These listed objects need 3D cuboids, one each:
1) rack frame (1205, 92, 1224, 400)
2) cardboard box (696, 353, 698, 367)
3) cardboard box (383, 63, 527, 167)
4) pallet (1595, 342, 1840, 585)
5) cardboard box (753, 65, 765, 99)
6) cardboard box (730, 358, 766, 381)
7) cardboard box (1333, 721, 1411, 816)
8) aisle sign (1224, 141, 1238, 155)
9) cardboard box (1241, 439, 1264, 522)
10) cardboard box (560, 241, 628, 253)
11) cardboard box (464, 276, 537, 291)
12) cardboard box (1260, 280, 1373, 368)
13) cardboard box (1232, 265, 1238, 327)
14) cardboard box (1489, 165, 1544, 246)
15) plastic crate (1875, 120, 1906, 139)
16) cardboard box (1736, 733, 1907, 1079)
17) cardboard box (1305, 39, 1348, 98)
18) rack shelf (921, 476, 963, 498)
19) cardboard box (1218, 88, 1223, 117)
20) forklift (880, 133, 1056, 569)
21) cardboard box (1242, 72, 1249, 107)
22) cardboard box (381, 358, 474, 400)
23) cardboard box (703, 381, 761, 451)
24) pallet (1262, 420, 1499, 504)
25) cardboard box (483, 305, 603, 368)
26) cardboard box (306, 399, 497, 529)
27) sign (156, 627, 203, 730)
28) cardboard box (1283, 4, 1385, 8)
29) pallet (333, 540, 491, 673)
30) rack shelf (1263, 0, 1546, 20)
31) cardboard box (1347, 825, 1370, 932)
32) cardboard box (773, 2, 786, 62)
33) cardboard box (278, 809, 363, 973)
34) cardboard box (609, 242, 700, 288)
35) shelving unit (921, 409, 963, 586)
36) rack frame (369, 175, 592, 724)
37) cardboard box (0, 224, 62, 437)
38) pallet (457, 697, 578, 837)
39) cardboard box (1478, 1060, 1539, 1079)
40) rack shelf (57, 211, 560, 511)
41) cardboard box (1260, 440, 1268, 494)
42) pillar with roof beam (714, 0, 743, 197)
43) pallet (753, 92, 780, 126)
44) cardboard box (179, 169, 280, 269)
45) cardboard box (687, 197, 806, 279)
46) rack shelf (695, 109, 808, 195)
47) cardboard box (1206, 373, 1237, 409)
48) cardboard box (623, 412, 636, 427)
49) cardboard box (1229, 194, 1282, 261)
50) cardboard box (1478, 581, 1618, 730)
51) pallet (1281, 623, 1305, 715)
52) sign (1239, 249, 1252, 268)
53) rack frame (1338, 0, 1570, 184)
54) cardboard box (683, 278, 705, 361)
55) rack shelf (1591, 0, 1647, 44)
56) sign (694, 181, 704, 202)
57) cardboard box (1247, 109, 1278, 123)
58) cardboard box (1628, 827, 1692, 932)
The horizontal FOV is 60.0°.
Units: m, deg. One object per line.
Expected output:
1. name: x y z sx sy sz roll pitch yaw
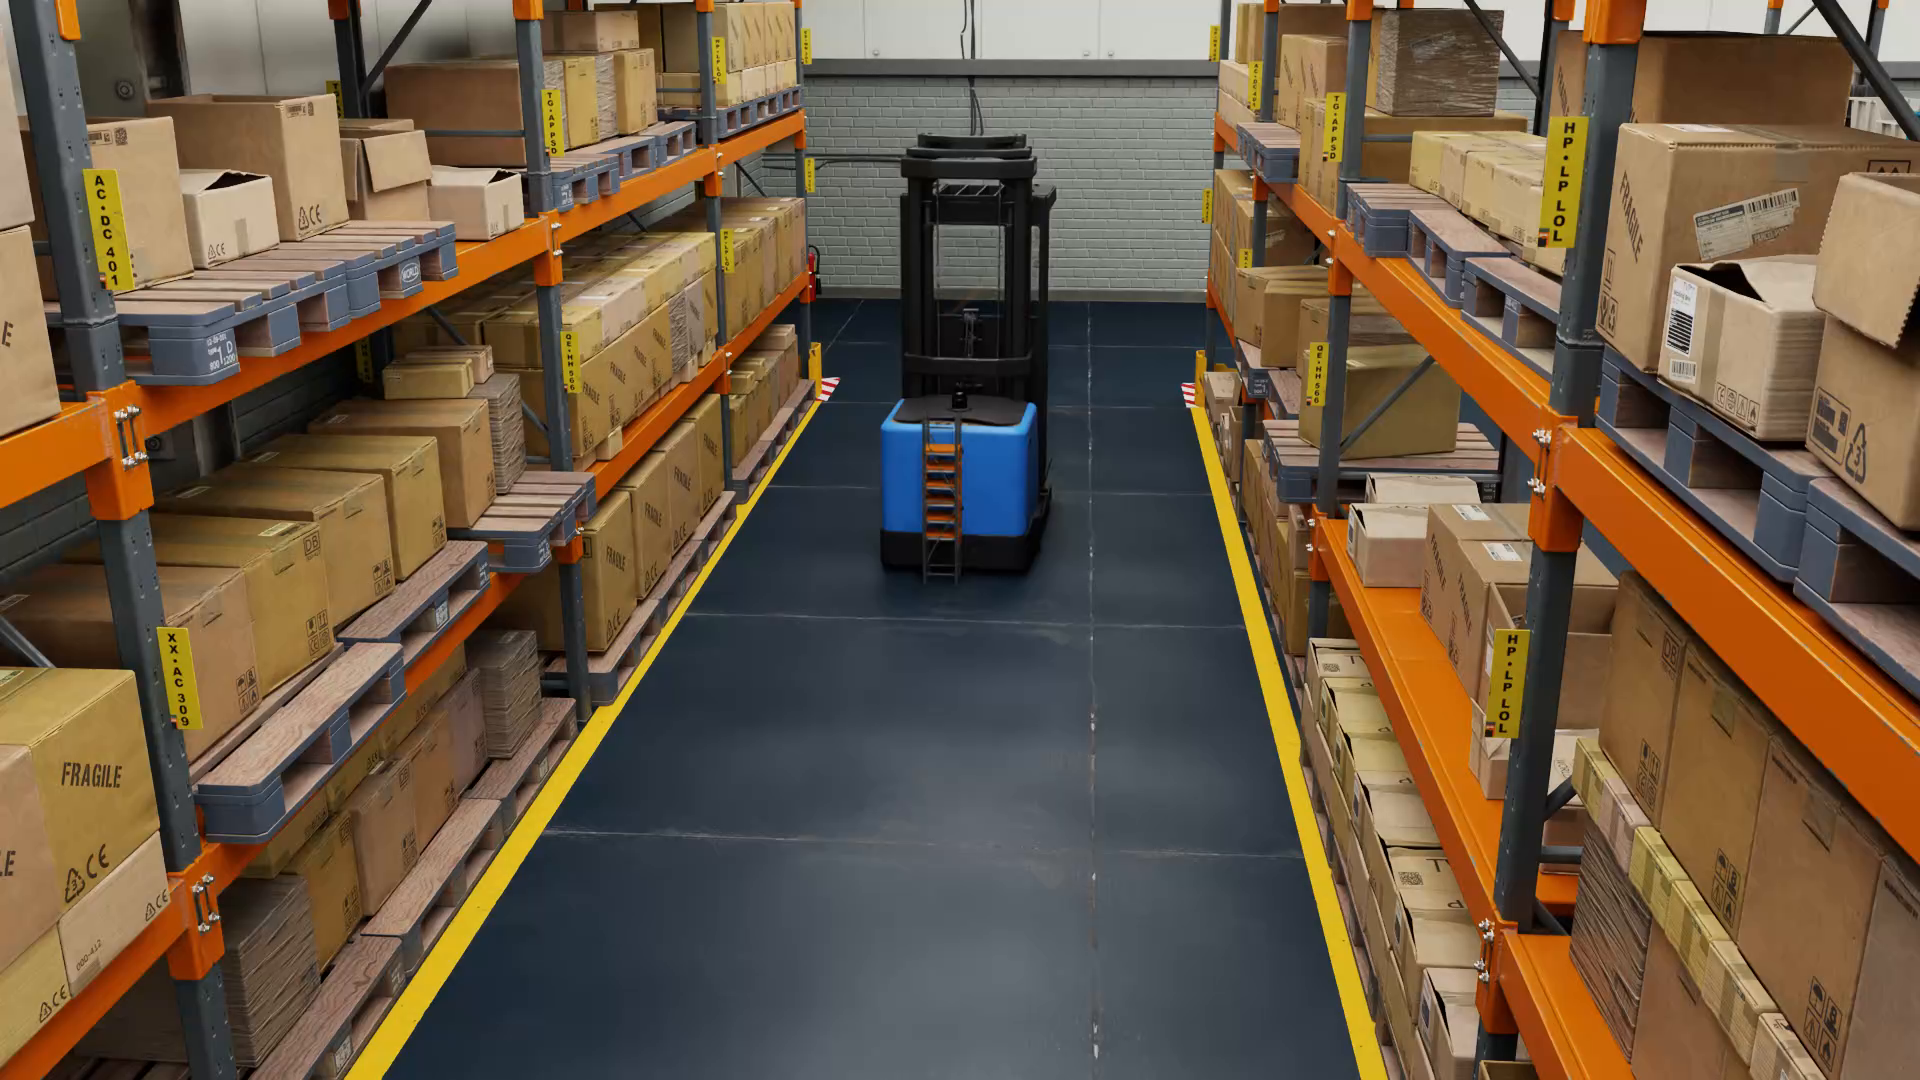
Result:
1. rack frame: 2.933 -2.802 16.157 1.000 3.000 0.127 1 18 4
2. cardboard box: -2.095 -1.290 11.913 0.380 0.149 0.250 2 18 6
3. cardboard box: -2.605 -2.258 8.812 0.700 0.500 0.500 0 18 0
4. pallet: 2.037 -0.193 3.520 1.003 0.211 1.213 1 18 4
5. cardboard box: -1.902 -3.797 13.781 0.500 0.250 0.500 1 18 2
6. cardboard box: -1.895 -1.484 14.432 0.380 0.149 0.250 1 18 2
7. cardboard box: 1.961 1.001 7.392 0.500 0.311 0.500 1 18 2
8. aisle sign: 2.645 -4.065 15.837 0.394 0.787 0.004 1 18 4
9. cardboard box: 2.368 -0.436 12.245 0.500 0.500 0.500 0 18 1
10. cardboard box: -2.619 -1.924 11.604 0.500 0.250 0.500 1 18 5
11. cardboard box: -2.727 -1.448 10.151 0.500 0.250 0.500 1 18 3
12. cardboard box: 2.403 -1.450 11.195 0.700 0.500 0.500 4 19 13
13. cardboard box: 2.462 -1.928 13.330 0.500 0.500 0.500 2 18 5
14. cardboard box: 2.271 -1.221 6.082 0.500 0.250 0.500 0 18 -1
15. plastic crate: 7.298 -3.152 12.830 0.293 0.136 0.466 1 18 4
16. cardboard box: 1.976 0.711 3.191 0.700 0.500 0.500 1 18 4
17. cardboard box: 2.444 -2.711 10.066 0.600 0.600 0.600 1 18 2
18. rack shelf: -0.122 -0.357 11.344 0.258 0.103 0.180 2 18 7
19. cardboard box: 2.642 -4.002 15.244 0.500 0.250 0.500 1 18 4
20. forklift: 0.139 -1.605 12.613 1.130 2.935 3.031 2 18 7
21. cardboard box: 2.449 -3.464 12.798 0.500 0.250 0.500 1 18 4
22. cardboard box: -2.585 -0.784 8.088 0.380 0.149 0.250 -2 18 -5
23. cardboard box: -2.100 -1.067 14.202 0.700 0.500 0.500 1 18 3
24. pallet: 2.338 -0.438 9.252 1.213 0.211 1.003 1 18 4
25. cardboard box: -2.290 -1.126 9.167 0.500 0.250 0.500 2 18 5
26. cardboard box: -2.619 -0.363 7.847 0.700 0.500 0.500 0 18 -1
27. sign: -2.327 0.414 4.953 0.100 0.325 0.005 1 18 4
28. cardboard box: 2.820 -3.812 12.655 0.700 0.500 0.500 1 18 4
29. pallet: -2.683 0.280 7.059 1.003 0.211 1.213 1 18 4
30. rack shelf: 2.503 -3.258 9.710 1.077 0.370 4.000 1 18 4
31. cardboard box: 1.925 1.423 7.005 0.500 0.250 0.500 2 18 5
32. cardboard box: -1.835 -4.481 14.664 0.500 0.500 0.500 2 18 6
33. cardboard box: -2.845 1.404 6.630 0.700 0.500 0.500 1 18 3
34. cardboard box: -2.120 -1.915 11.574 0.500 0.250 0.500 2 18 5
35. shelving unit: -0.122 -0.285 11.367 0.258 1.200 0.189 2 18 7
36. rack frame: -2.582 -0.427 8.909 1.000 3.000 0.127 1 18 4
37. cardboard box: -2.658 -0.504 4.134 0.500 0.500 0.500 2 18 5
38. pallet: -2.639 1.141 8.602 1.003 0.211 1.213 1 18 4
39. cardboard box: 1.727 1.813 4.611 0.500 0.500 0.500 1 18 4
40. rack shelf: -2.725 -0.889 6.658 1.077 0.370 4.000 1 18 4
41. cardboard box: 2.297 -0.482 11.180 0.500 0.250 0.500 1 18 4
42. pillar with roof beam: 1.616 -6.524 17.882 9.100 9.000 0.400 1 18 4
43. pallet: -2.136 -3.684 14.175 1.003 0.211 1.213 1 18 4
44. cardboard box: -2.705 -1.126 5.695 0.500 0.311 0.500 2 18 6
45. cardboard box: -2.035 -2.895 15.961 0.980 0.700 0.700 2 18 6
46. rack shelf: -2.152 -3.374 14.241 1.077 0.370 4.000 1 18 4
47. cardboard box: 2.575 -1.387 15.547 0.500 0.250 0.500 1 18 4
48. cardboard box: -2.263 -0.814 10.462 0.380 0.149 0.250 2 18 5
49. cardboard box: 2.495 -2.561 13.655 0.500 0.500 0.500 1 18 4
50. cardboard box: 2.182 0.476 5.994 0.500 0.500 0.500 3 18 8
51. pallet: 2.451 0.777 9.714 1.003 0.211 1.213 1 18 4
52. sign: 2.104 -1.981 12.261 0.100 0.325 0.005 1 18 4
53. rack frame: 2.359 -3.168 7.640 1.000 3.000 0.127 1 18 4
54. cardboard box: -2.103 -1.560 11.696 0.500 0.500 0.500 1 18 4
55. rack shelf: 1.929 -0.773 2.128 1.077 0.370 4.000 1 18 4
56. sign: -2.561 -3.375 16.388 0.100 0.325 0.005 1 18 4
57. cardboard box: 2.416 -3.071 12.401 0.500 0.250 0.500 1 18 4
58. cardboard box: 1.826 0.806 3.942 0.380 0.149 0.250 1 18 2
